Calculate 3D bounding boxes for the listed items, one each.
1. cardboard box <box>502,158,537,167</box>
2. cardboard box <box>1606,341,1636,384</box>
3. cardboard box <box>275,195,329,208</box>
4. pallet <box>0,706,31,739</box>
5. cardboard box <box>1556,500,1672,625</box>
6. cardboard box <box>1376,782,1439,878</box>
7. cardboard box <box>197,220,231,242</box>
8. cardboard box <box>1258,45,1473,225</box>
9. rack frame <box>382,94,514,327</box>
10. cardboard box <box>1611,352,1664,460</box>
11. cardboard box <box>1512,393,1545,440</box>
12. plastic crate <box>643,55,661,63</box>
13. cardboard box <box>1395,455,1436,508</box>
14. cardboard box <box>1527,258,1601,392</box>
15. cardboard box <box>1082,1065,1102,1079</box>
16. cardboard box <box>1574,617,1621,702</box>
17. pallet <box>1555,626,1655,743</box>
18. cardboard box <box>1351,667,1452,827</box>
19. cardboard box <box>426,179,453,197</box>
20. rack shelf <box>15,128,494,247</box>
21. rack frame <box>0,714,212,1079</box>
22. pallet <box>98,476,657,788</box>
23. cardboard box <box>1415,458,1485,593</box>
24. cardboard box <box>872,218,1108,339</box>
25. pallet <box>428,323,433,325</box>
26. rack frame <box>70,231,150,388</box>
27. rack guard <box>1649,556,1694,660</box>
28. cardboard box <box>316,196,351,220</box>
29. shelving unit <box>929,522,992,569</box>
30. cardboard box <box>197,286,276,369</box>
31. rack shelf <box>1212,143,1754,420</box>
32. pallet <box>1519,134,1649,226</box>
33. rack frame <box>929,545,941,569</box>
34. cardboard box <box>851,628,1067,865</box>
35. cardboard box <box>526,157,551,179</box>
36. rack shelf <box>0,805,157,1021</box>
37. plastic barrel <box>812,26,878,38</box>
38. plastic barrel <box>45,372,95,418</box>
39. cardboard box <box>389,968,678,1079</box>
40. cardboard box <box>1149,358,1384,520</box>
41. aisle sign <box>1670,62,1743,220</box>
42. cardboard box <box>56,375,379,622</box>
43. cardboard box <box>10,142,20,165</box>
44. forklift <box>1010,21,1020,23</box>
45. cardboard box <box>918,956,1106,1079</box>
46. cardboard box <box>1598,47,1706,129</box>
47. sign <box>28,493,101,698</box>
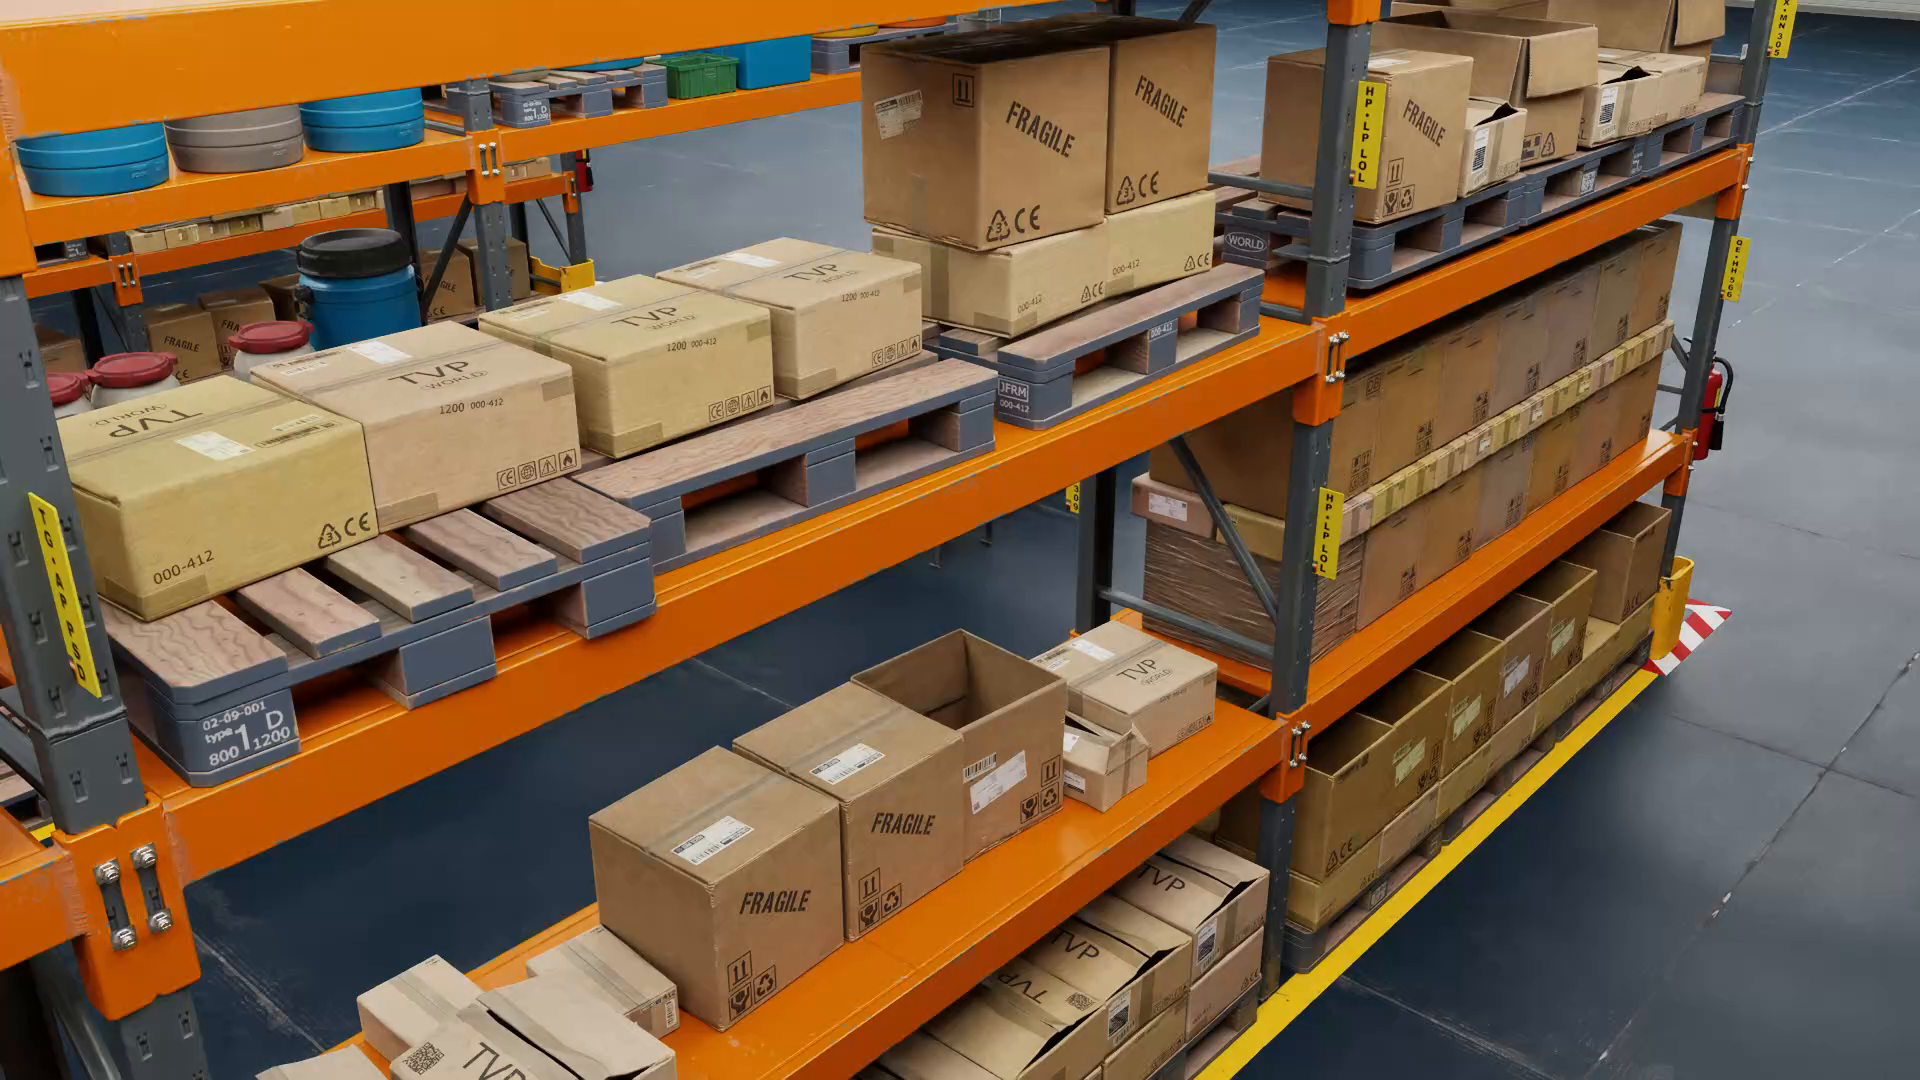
[{"bbox_3d":[-4.220,-3.621,14.674,0.875,0.500,0.500,20,31,38],"label":"cardboard box"},{"bbox_3d":[3.085,-0.909,8.195,0.380,0.149,0.250,20,31,37],"label":"cardboard box"},{"bbox_3d":[-5.537,-3.005,13.300,0.875,0.500,0.500,20,31,38],"label":"cardboard box"},{"bbox_3d":[-4.123,0.867,8.558,1.003,0.211,1.213,20,31,38],"label":"pallet"},{"bbox_3d":[3.406,0.072,8.854,0.500,0.500,0.500,20,31,38],"label":"cardboard box"},{"bbox_3d":[1.745,1.179,7.302,0.500,0.250,0.500,20,31,38],"label":"cardboard box"},{"bbox_3d":[-5.812,-2.406,12.757,0.380,0.149,0.250,20,31,38],"label":"cardboard box"},{"bbox_3d":[1.405,-1.426,5.791,0.500,0.500,0.500,-21,32,-39],"label":"cardboard box"},{"bbox_3d":[-2.814,-1.028,9.377,1.000,3.000,0.127,20,31,38],"label":"rack frame"},{"bbox_3d":[3.221,-0.800,8.747,0.700,0.500,0.500,20,31,38],"label":"cardboard box"},{"bbox_3d":[2.396,-0.594,7.492,0.380,0.149,0.250,20,31,37],"label":"cardboard box"},{"bbox_3d":[-2.043,-2.876,10.155,0.243,0.136,0.396,20,31,38],"label":"plastic crate"},{"bbox_3d":[1.709,-0.281,6.796,0.380,0.149,0.250,20,31,37],"label":"cardboard box"},{"bbox_3d":[2.503,-1.061,7.741,0.700,0.500,0.500,20,31,38],"label":"cardboard box"},{"bbox_3d":[0.132,1.903,5.686,0.500,0.250,0.500,21,32,39],"label":"cardboard box"},{"bbox_3d":[3.080,0.569,8.662,0.500,0.250,0.500,20,31,38],"label":"cardboard box"},{"bbox_3d":[3.063,0.623,9.102,1.003,0.211,1.213,20,31,38],"label":"pallet"},{"bbox_3d":[1.743,0.836,7.151,0.500,0.500,0.500,20,31,38],"label":"cardboard box"},{"bbox_3d":[-4.541,-3.039,14.168,0.380,0.149,0.250,20,31,38],"label":"cardboard box"},{"bbox_3d":[-4.148,-1.460,7.552,1.077,0.370,4.000,20,31,38],"label":"rack shelf"},{"bbox_3d":[-1.797,1.544,3.640,1.000,3.000,0.127,20,31,38],"label":"rack frame"},{"bbox_3d":[-1.411,0.030,3.581,1.213,0.211,1.003,22,32,40],"label":"pallet"},{"bbox_3d":[1.849,-0.172,7.344,0.700,0.500,0.500,21,31,38],"label":"cardboard box"},{"bbox_3d":[0.090,-0.814,4.902,0.500,0.250,0.500,17,29,33],"label":"cardboard box"},{"bbox_3d":[-5.266,-1.696,14.275,1.003,0.211,1.213,20,31,38],"label":"pallet"},{"bbox_3d":[-6.502,-2.381,12.394,1.000,3.000,0.127,20,31,38],"label":"rack frame"},{"bbox_3d":[3.558,0.240,9.604,1.175,0.500,0.348,20,31,38],"label":"rack guard"},{"bbox_3d":[-5.143,-2.710,13.436,0.380,0.149,0.250,20,31,38],"label":"cardboard box"},{"bbox_3d":[-0.110,-0.908,10.208,0.431,2.100,0.503,20,31,38],"label":"shelving unit"},{"bbox_3d":[-5.829,-1.719,13.461,0.500,0.500,0.500,-13,27,-27],"label":"cardboard box"},{"bbox_3d":[2.207,-1.325,7.251,1.077,0.370,4.000,20,31,38],"label":"rack shelf"},{"bbox_3d":[2.237,-1.640,7.183,1.003,0.211,1.213,20,31,38],"label":"pallet"},{"bbox_3d":[-0.273,-0.833,10.042,0.400,2.100,0.015,20,31,38],"label":"rack frame"},{"bbox_3d":[-0.004,0.670,5.468,0.500,0.500,0.500,-22,32,-39],"label":"cardboard box"},{"bbox_3d":[-3.869,-3.342,14.844,0.380,0.149,0.250,20,31,38],"label":"cardboard box"},{"bbox_3d":[-3.132,1.113,1.815,1.077,0.370,4.000,20,31,38],"label":"rack shelf"},{"bbox_3d":[-0.810,-3.511,10.505,0.600,0.588,0.600,0,24,0],"label":"plastic barrel"},{"bbox_3d":[-4.394,-0.504,8.041,0.433,0.535,0.433,0,24,0],"label":"plastic barrel"},{"bbox_3d":[-1.056,1.365,4.148,0.500,0.311,0.500,20,31,37],"label":"cardboard box"},{"bbox_3d":[1.164,-0.449,6.378,0.700,0.500,0.500,20,31,38],"label":"cardboard box"},{"bbox_3d":[3.805,-2.020,8.410,0.394,0.787,0.004,20,31,38],"label":"aisle sign"},{"bbox_3d":[-1.536,-0.102,3.314,0.500,0.250,0.500,17,29,34],"label":"cardboard box"},{"bbox_3d":[-7.137,-2.642,11.731,1.000,1.000,1.000,20,31,38],"label":"cardboard box"},{"bbox_3d":[0.411,-2.520,12.789,1.130,2.935,3.031,-20,31,-38],"label":"forklift"},{"bbox_3d":[0.138,1.646,5.575,0.500,0.311,0.500,20,31,37],"label":"cardboard box"},{"bbox_3d":[2.970,-2.026,7.436,0.500,0.250,0.500,20,31,38],"label":"cardboard box"},{"bbox_3d":[-1.394,0.088,2.589,0.100,0.325,0.005,20,31,38],"label":"sign"}]
